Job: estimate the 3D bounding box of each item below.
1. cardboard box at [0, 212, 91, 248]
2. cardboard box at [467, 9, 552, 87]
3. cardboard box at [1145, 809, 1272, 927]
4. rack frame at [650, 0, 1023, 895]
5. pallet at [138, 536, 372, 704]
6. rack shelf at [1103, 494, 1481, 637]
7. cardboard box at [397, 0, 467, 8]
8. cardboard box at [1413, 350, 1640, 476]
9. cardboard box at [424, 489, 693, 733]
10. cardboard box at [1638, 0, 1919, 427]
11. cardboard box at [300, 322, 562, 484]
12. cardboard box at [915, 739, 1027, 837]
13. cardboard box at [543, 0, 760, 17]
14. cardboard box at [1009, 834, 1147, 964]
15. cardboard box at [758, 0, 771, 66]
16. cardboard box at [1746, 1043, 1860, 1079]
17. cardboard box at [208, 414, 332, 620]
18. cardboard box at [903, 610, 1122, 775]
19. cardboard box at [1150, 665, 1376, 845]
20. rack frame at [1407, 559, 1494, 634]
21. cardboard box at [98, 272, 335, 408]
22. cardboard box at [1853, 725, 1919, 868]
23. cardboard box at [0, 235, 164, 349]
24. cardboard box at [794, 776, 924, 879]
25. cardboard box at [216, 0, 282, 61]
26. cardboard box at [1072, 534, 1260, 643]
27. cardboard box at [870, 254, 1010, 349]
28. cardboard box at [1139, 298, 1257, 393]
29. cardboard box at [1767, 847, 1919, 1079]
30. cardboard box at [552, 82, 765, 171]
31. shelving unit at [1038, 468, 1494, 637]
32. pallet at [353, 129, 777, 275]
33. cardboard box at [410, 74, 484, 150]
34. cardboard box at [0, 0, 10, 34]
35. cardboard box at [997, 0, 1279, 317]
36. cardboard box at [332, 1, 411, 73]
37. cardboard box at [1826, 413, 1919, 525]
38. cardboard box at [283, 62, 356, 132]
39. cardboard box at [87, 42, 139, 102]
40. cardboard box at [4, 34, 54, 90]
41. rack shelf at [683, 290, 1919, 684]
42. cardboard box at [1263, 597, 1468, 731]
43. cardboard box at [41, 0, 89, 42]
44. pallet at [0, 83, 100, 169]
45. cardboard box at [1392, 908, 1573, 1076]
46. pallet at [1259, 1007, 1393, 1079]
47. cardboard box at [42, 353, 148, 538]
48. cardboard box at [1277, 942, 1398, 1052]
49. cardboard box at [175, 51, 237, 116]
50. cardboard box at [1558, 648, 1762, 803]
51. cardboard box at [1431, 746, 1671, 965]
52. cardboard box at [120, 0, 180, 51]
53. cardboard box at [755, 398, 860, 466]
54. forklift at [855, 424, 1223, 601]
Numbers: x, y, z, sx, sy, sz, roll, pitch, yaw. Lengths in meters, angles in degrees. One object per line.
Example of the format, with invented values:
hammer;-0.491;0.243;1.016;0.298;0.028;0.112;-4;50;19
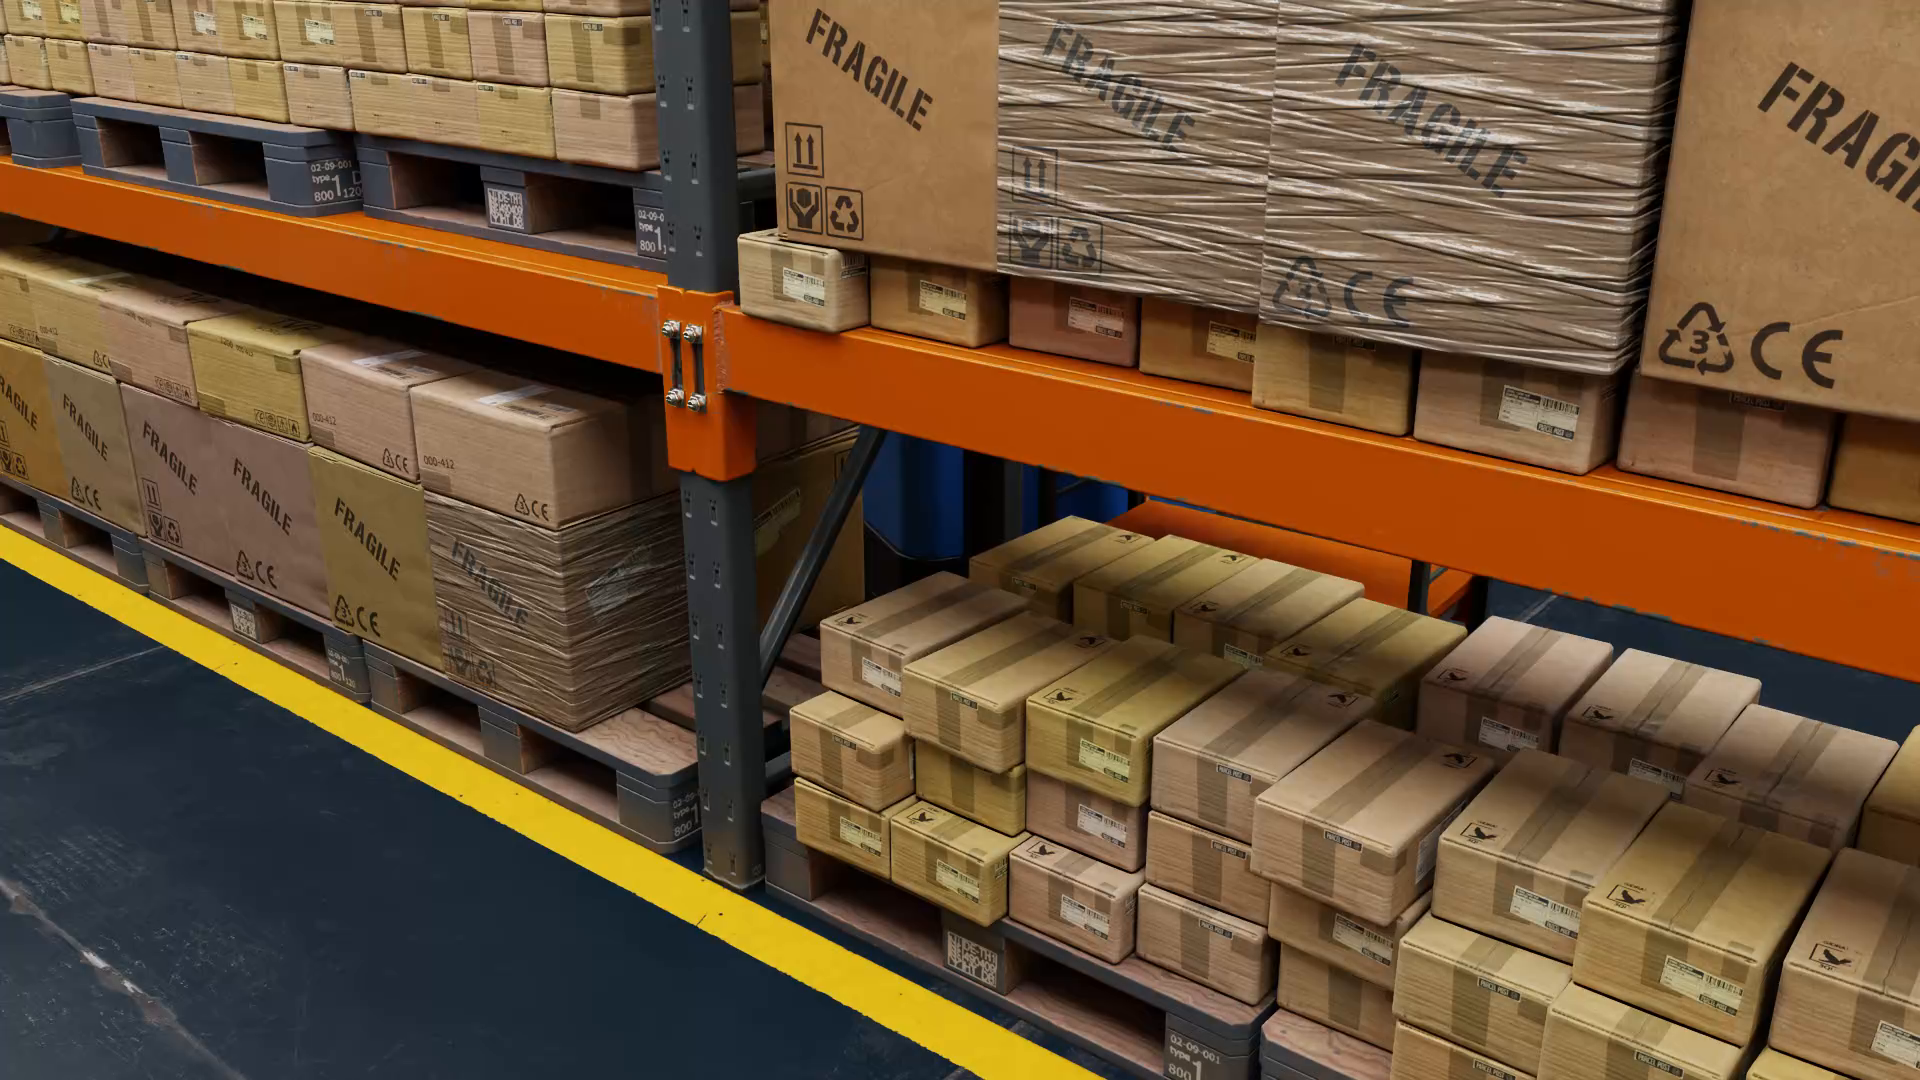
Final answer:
cardboard box;-3.719;-0.978;6.603;0.750;0.750;1.050;16;26;36
cardboard box;-0.844;-1.092;3.653;0.250;0.149;0.380;16;26;37
cardboard box;0.545;0.523;3.053;0.250;0.149;0.380;15;25;34
rack frame;-0.206;-0.781;3.488;0.127;3.000;1.000;16;26;36
pallet;-1.759;0.078;5.161;1.213;0.211;1.003;16;26;36
rack shelf;0.772;0.168;4.322;1.000;0.278;0.538;15;25;34
cardboard box;-1.048;-1.292;3.762;0.250;0.149;0.380;15;25;35
cardboard box;0.858;-0.230;2.383;0.250;0.149;0.380;17;27;39
cardboard box;-0.938;0.096;4.110;0.500;0.500;0.500;15;26;35
cardboard box;1.208;-0.445;2.034;0.500;0.500;0.500;18;27;39
cardboard box;-1.332;-0.374;4.294;0.500;0.250;0.500;18;27;39
cardboard box;0.126;0.418;3.333;0.250;0.149;0.380;16;26;37
cardboard box;-0.640;-1.174;3.449;0.250;0.149;0.380;18;27;39
cardboard box;0.305;0.626;3.202;0.250;0.149;0.380;16;26;36
cardboard box;-0.422;-1.270;4.124;0.250;0.149;0.380;15;26;35
cardboard box;1.304;0.780;2.371;0.250;0.149;0.380;18;27;39
cardboard box;-1.730;-0.134;4.720;0.500;0.500;0.500;15;26;35
cardboard box;0.106;0.289;3.252;0.250;0.149;0.380;18;27;39
cardboard box;0.550;0.384;3.000;0.250;0.149;0.380;15;25;35
rack frame;1.179;0.047;3.950;0.032;1.125;0.500;15;25;34
cardboard box;-2.155;-0.604;4.903;0.500;0.250;0.500;16;26;37
cardboard box;1.670;0.473;2.766;0.250;0.149;0.380;17;26;37
cardboard box;-2.923;-0.831;5.506;0.500;0.250;0.500;15;25;34
cardboard box;-0.127;0.526;3.468;0.250;0.149;0.380;15;25;34
cardboard box;-1.662;-1.327;4.275;0.250;0.149;0.380;16;26;37
cardboard box;0.458;0.133;3.668;0.250;0.149;0.380;16;26;37
cardboard box;0.054;-0.473;3.028;0.250;0.149;0.380;17;27;38
cardboard box;0.501;-0.366;2.744;0.250;0.149;0.380;15;25;34
cardboard box;1.346;0.618;2.380;0.250;0.149;0.380;15;25;35
cardboard box;-0.638;-0.894;3.549;0.250;0.149;0.380;15;26;35
shelving unit;0.772;-0.061;4.235;1.048;1.125;0.538;15;25;34
pallet;-0.706;-0.901;4.079;1.213;0.211;1.003;16;26;36
cardboard box;-1.032;-1.008;3.852;0.250;0.149;0.380;16;26;36
cardboard box;-2.846;-1.669;5.182;0.250;0.149;0.380;18;27;39
cardboard box;0.407;-0.679;2.654;0.500;0.500;0.500;16;26;36
cardboard box;-1.249;-1.208;3.960;0.250;0.149;0.380;15;25;35
cardboard box;1.304;-0.133;2.125;0.250;0.149;0.380;17;26;37
cardboard box;-1.445;-1.125;4.161;0.250;0.149;0.380;15;25;34
cardboard box;-2.251;-1.359;4.781;0.250;0.149;0.380;17;27;38
cardboard box;-2.668;-1.477;5.095;0.250;0.149;0.380;18;27;39
rack shelf;1.344;0.002;2.432;4.000;0.370;1.077;16;26;36
cardboard box;0.807;0.265;3.315;0.250;0.149;0.380;17;27;38
cardboard box;-2.441;-1.554;4.877;0.250;0.149;0.380;16;26;37
pallet;-2.685;-1.454;5.544;1.003;0.211;1.213;16;26;36
cardboard box;0.898;0.665;2.678;0.250;0.149;0.380;16;26;36
pallet;1.286;0.936;2.887;1.213;0.211;1.003;16;26;36
cardboard box;-2.526;-0.361;5.323;0.500;0.500;0.500;16;26;37
cardboard box;0.764;0.720;2.954;0.250;0.149;0.380;15;25;34
cardboard box;-1.856;-1.244;4.476;0.250;0.149;0.380;15;25;35
cardboard box;1.291;0.357;3.072;0.250;0.149;0.380;15;25;34
cardboard box;0.959;0.502;2.689;0.250;0.149;0.380;15;25;34
cardboard box;-2.058;-1.442;4.580;0.250;0.149;0.380;16;26;36
cardboard box;-0.611;-0.396;4.351;0.500;0.250;0.500;15;25;34
forklift;-0.242;-1.575;5.692;1.130;2.935;3.031;-8;22;-21
